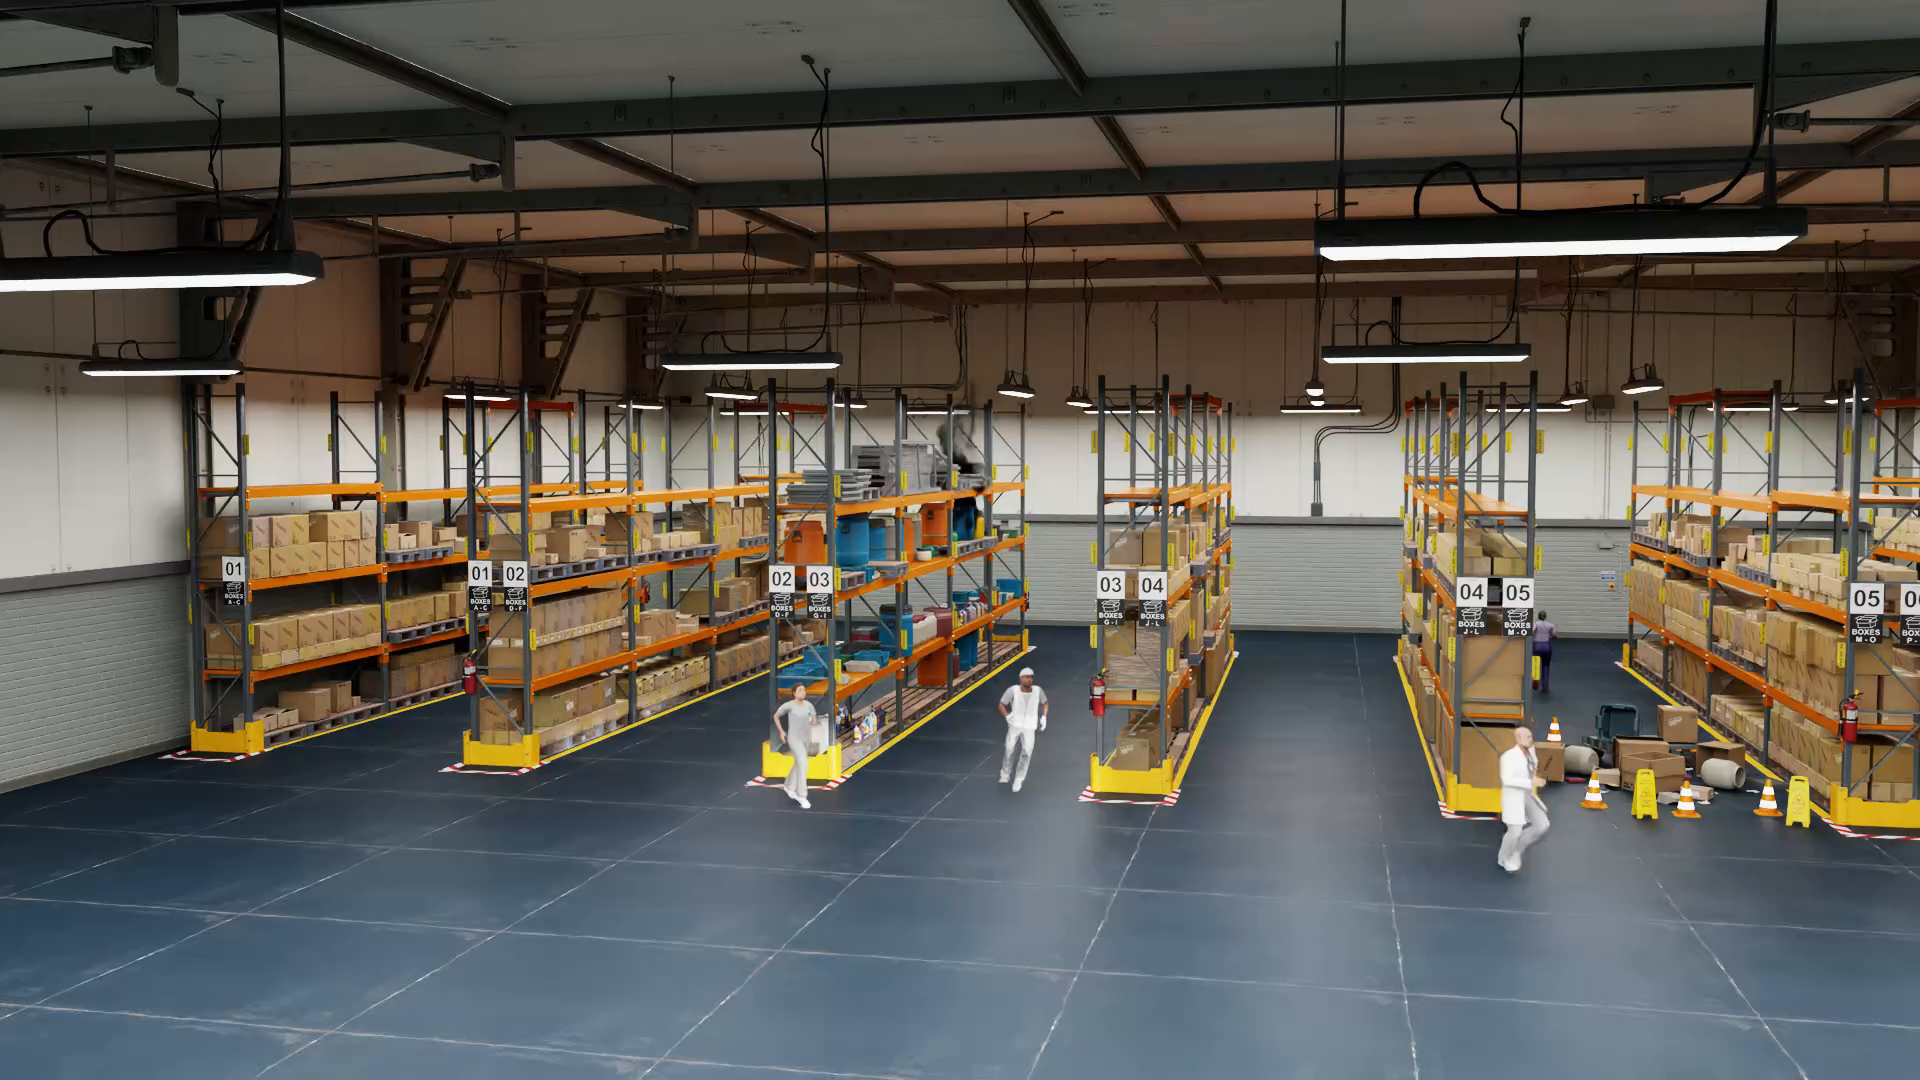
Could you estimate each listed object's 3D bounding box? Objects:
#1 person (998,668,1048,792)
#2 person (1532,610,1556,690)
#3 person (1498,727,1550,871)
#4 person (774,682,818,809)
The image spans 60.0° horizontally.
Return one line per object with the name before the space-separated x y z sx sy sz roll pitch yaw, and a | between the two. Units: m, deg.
person | 0.923 2.749 24.237 0.745 1.789 0.674 0 3 -1
person | 11.855 2.253 33.988 0.626 1.644 0.637 1 3 10
person | 6.536 3.019 19.294 0.759 1.726 0.794 -2 4 -30
person | -2.261 2.830 23.161 0.535 1.715 0.771 -3 5 -44
